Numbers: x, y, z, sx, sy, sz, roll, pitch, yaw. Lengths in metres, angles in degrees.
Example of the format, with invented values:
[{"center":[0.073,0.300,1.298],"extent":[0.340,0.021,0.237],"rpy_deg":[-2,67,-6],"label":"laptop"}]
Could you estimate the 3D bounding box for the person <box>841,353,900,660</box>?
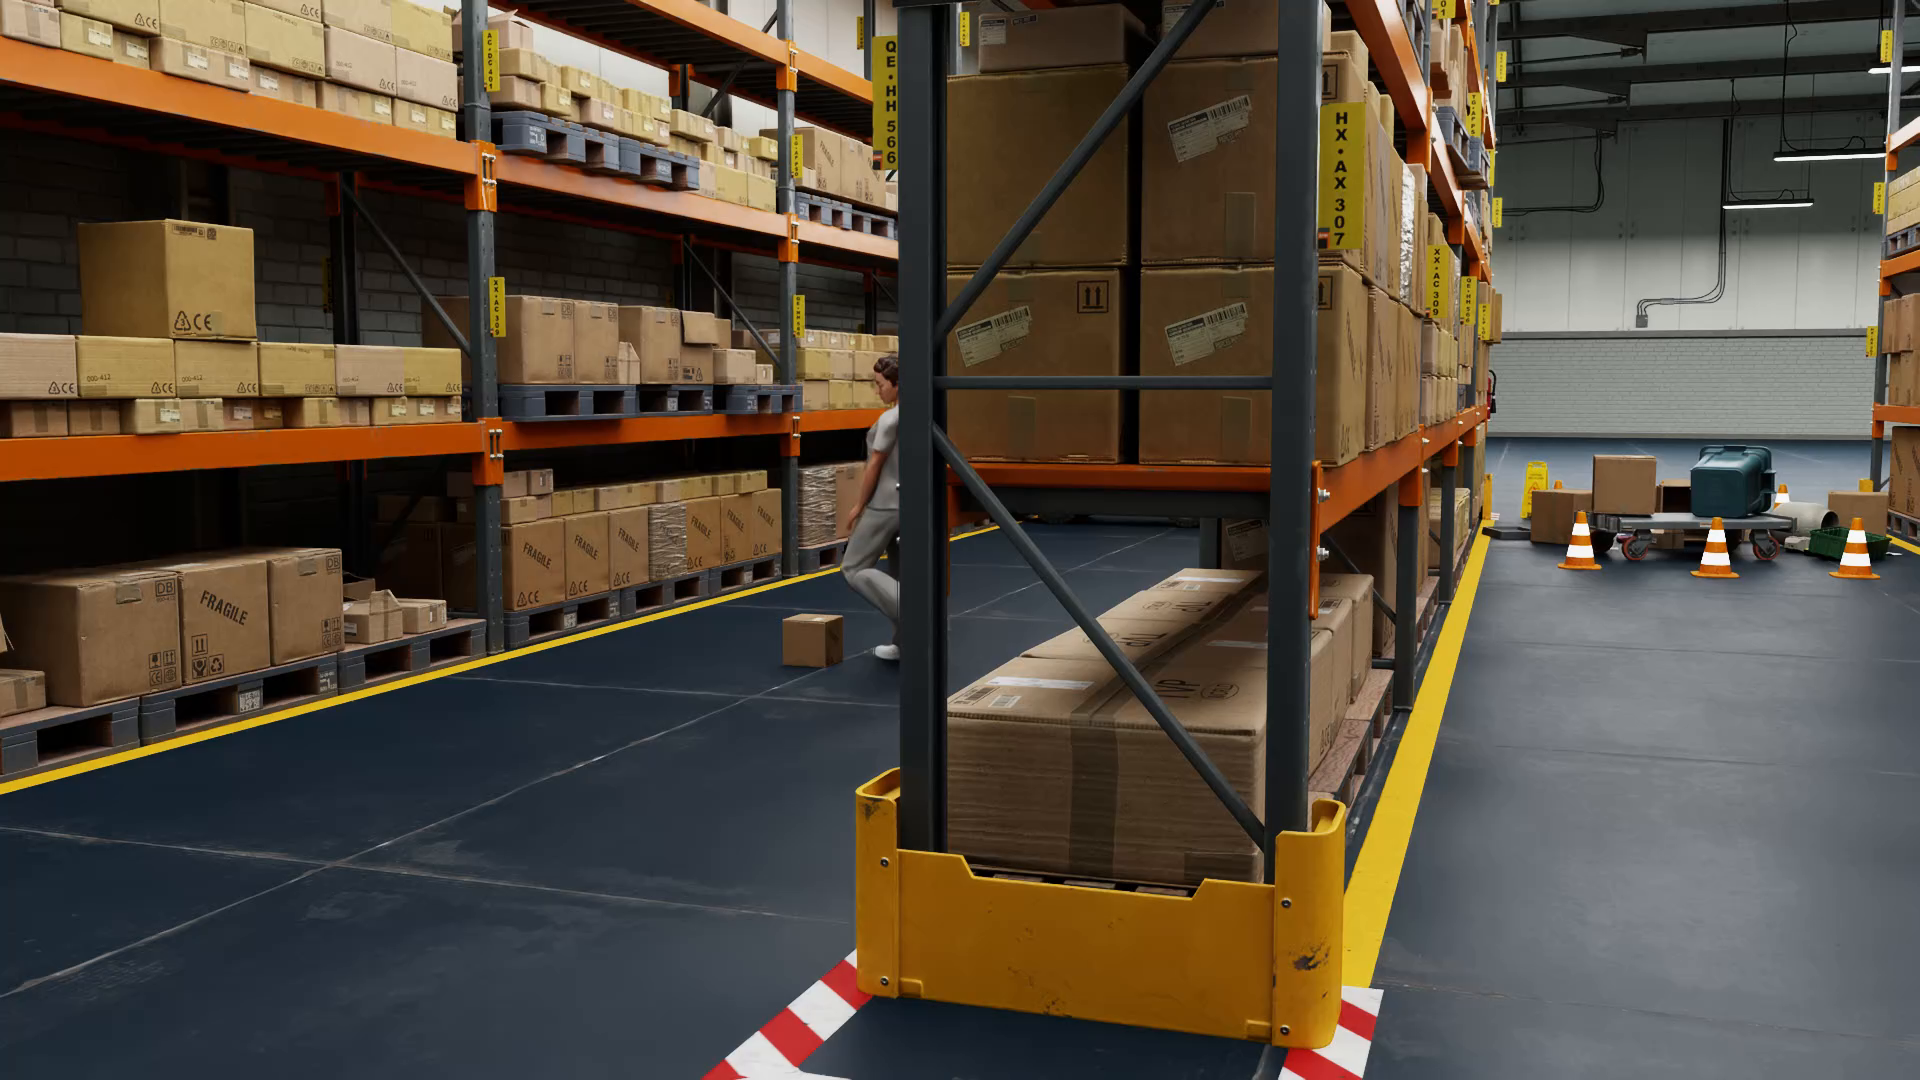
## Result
[{"center":[-0.319,-0.148,8.824],"extent":[0.532,1.656,0.486],"rpy_deg":[3,6,27],"label":"person"}]
